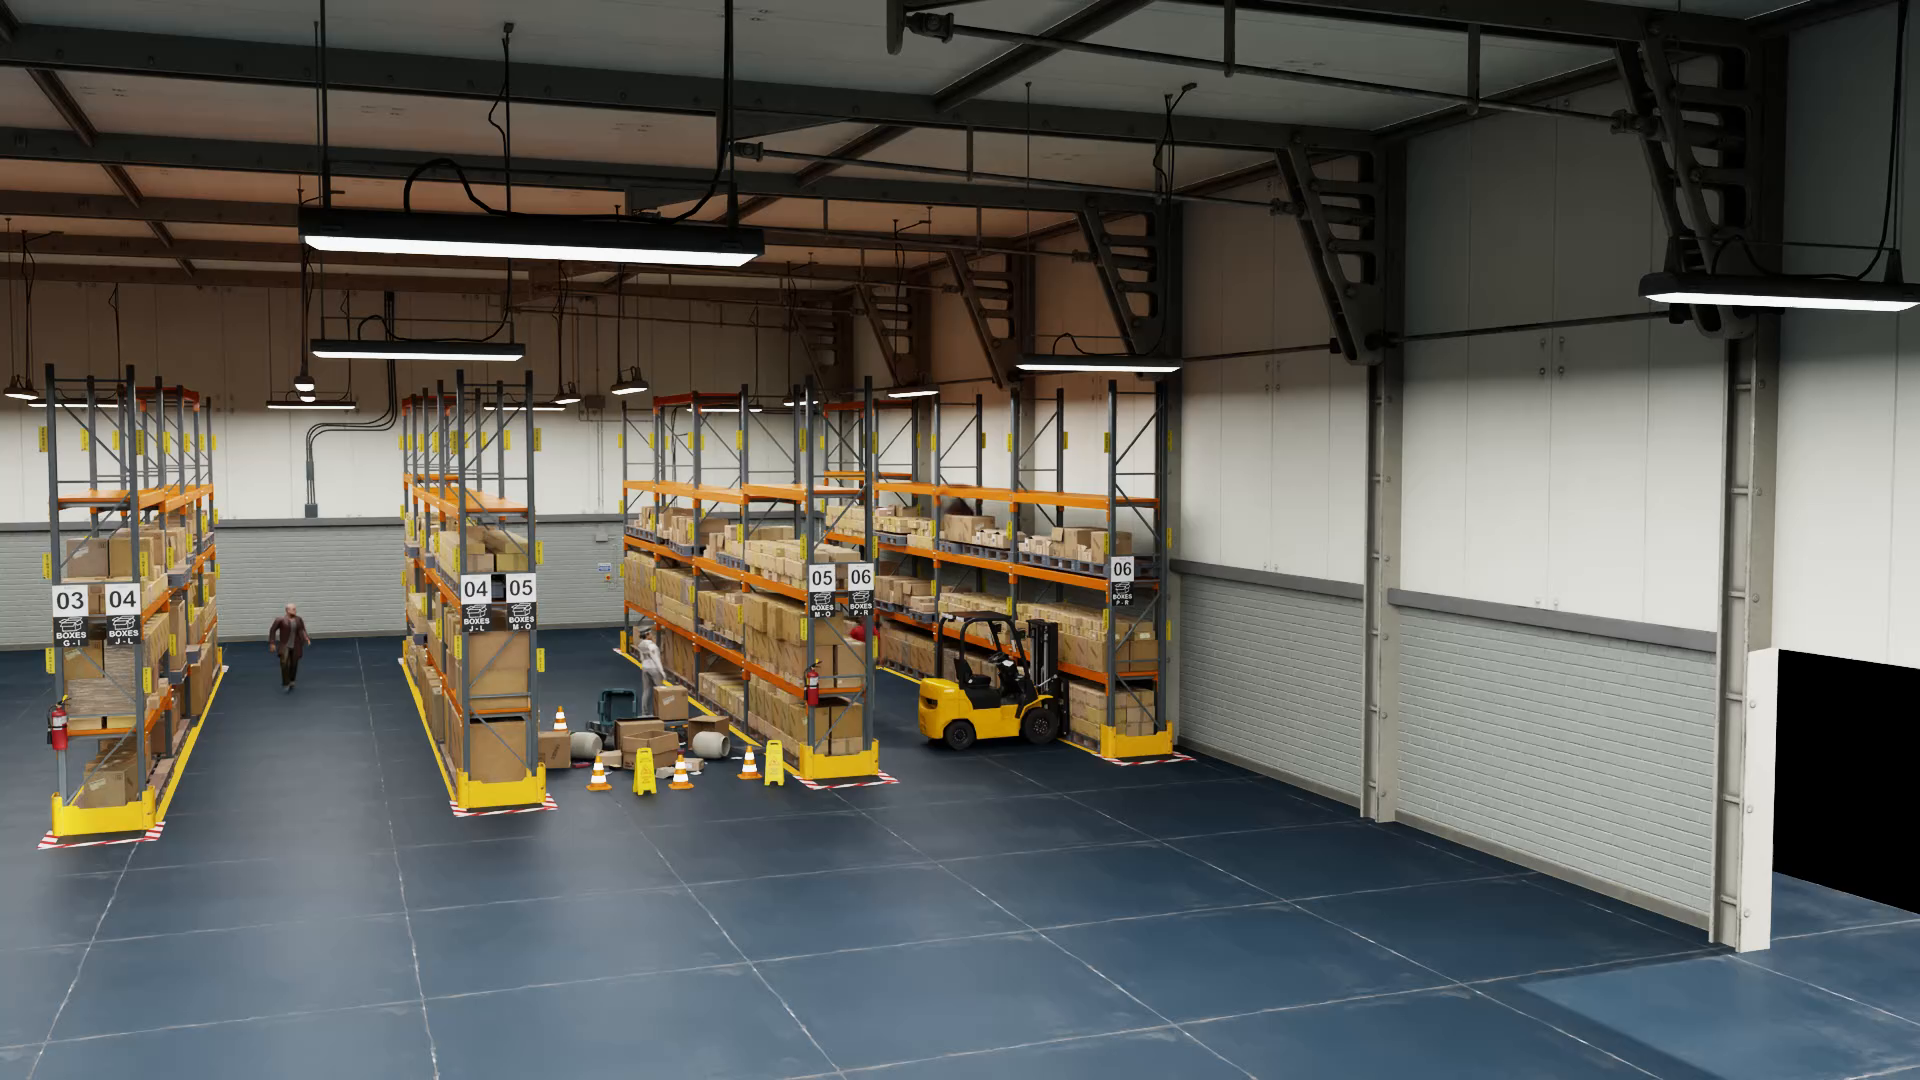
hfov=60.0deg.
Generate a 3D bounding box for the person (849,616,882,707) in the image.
[{"bbox_3d":[-1.744,2.207,30.289,0.566,1.764,0.783,-1,4,-18],"label":"person"}]

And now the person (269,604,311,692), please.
[{"bbox_3d":[-13.627,2.295,33.823,0.783,1.618,0.936,-1,4,-22],"label":"person"}]

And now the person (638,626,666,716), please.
[{"bbox_3d":[-5.603,2.398,30.301,0.576,1.680,0.456,2,4,27],"label":"person"}]
